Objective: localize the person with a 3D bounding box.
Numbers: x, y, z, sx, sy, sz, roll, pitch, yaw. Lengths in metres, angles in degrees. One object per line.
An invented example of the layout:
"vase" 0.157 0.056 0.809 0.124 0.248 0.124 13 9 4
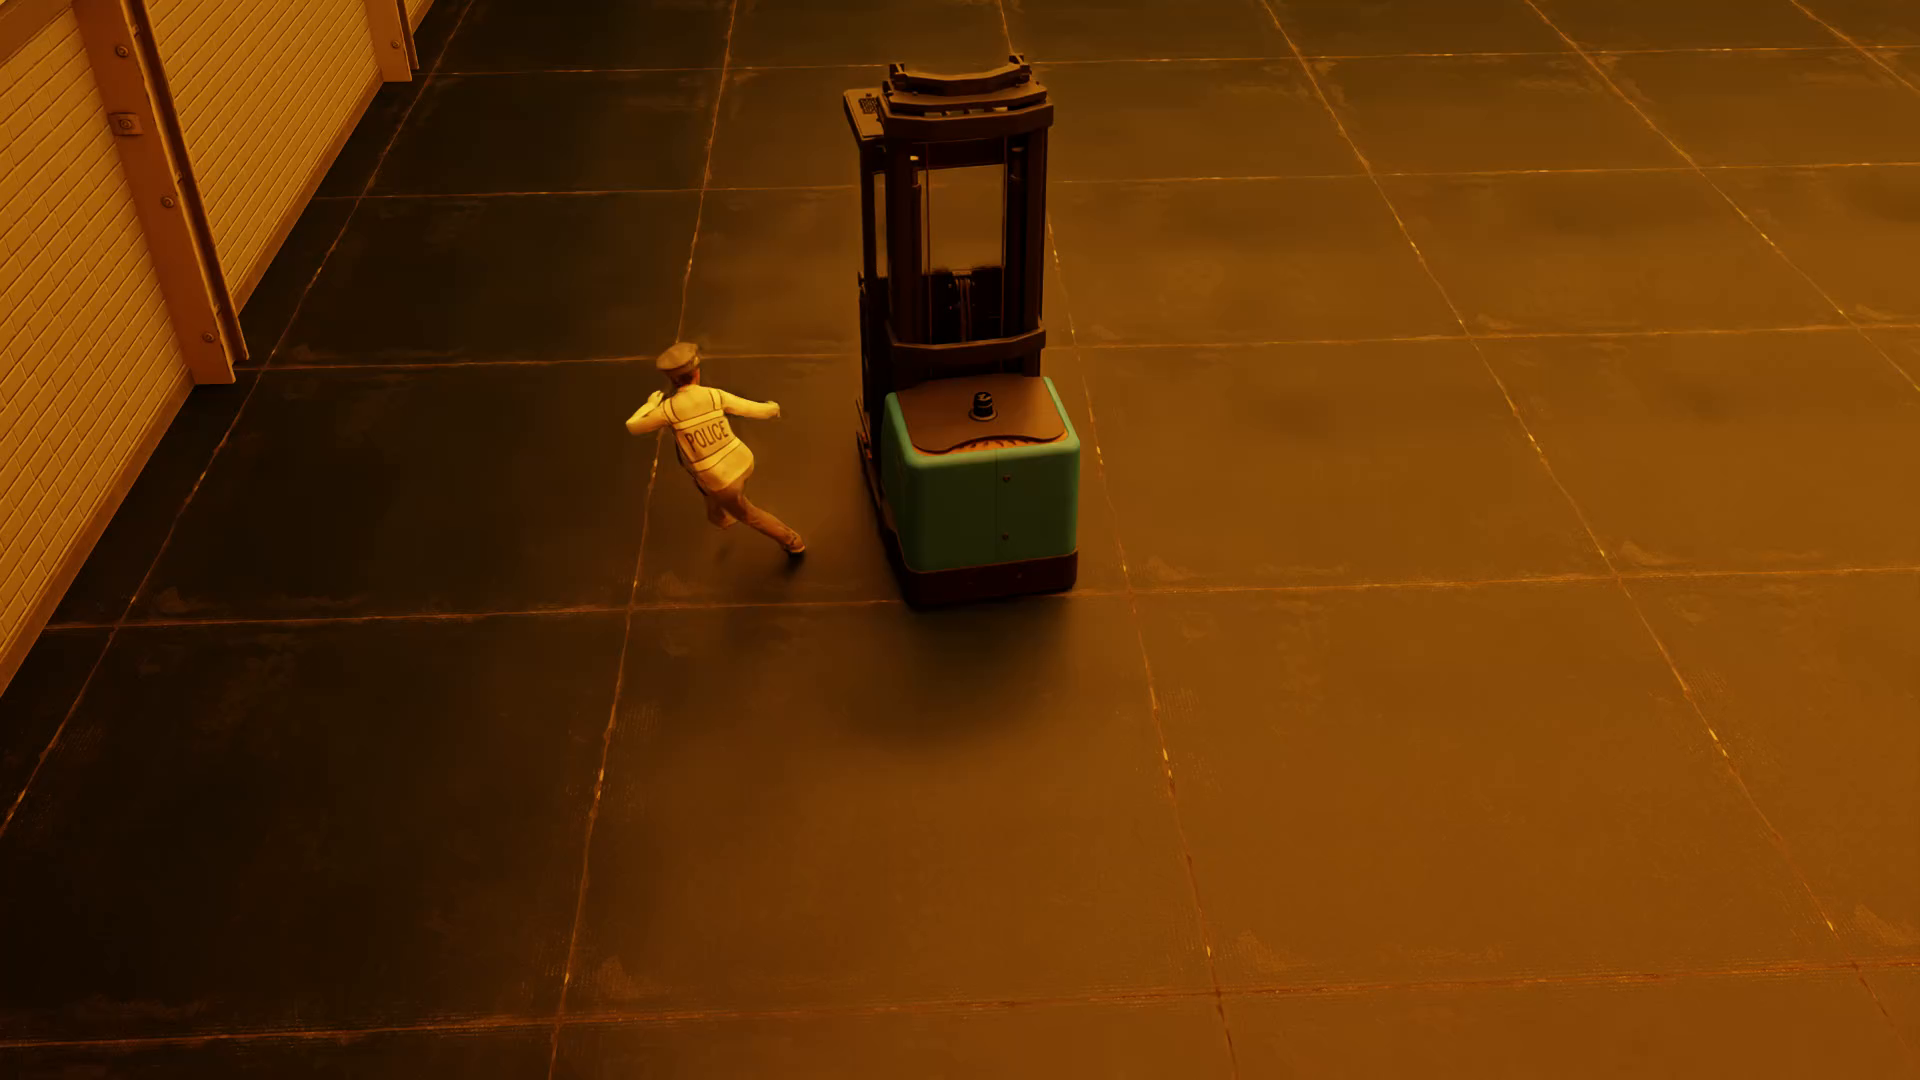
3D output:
"person" -1.463 -0.530 9.964 0.915 1.455 0.836 -28 44 -33

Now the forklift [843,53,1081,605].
"forklift" -0.084 -1.664 10.295 1.130 2.935 3.031 -7 37 -9
